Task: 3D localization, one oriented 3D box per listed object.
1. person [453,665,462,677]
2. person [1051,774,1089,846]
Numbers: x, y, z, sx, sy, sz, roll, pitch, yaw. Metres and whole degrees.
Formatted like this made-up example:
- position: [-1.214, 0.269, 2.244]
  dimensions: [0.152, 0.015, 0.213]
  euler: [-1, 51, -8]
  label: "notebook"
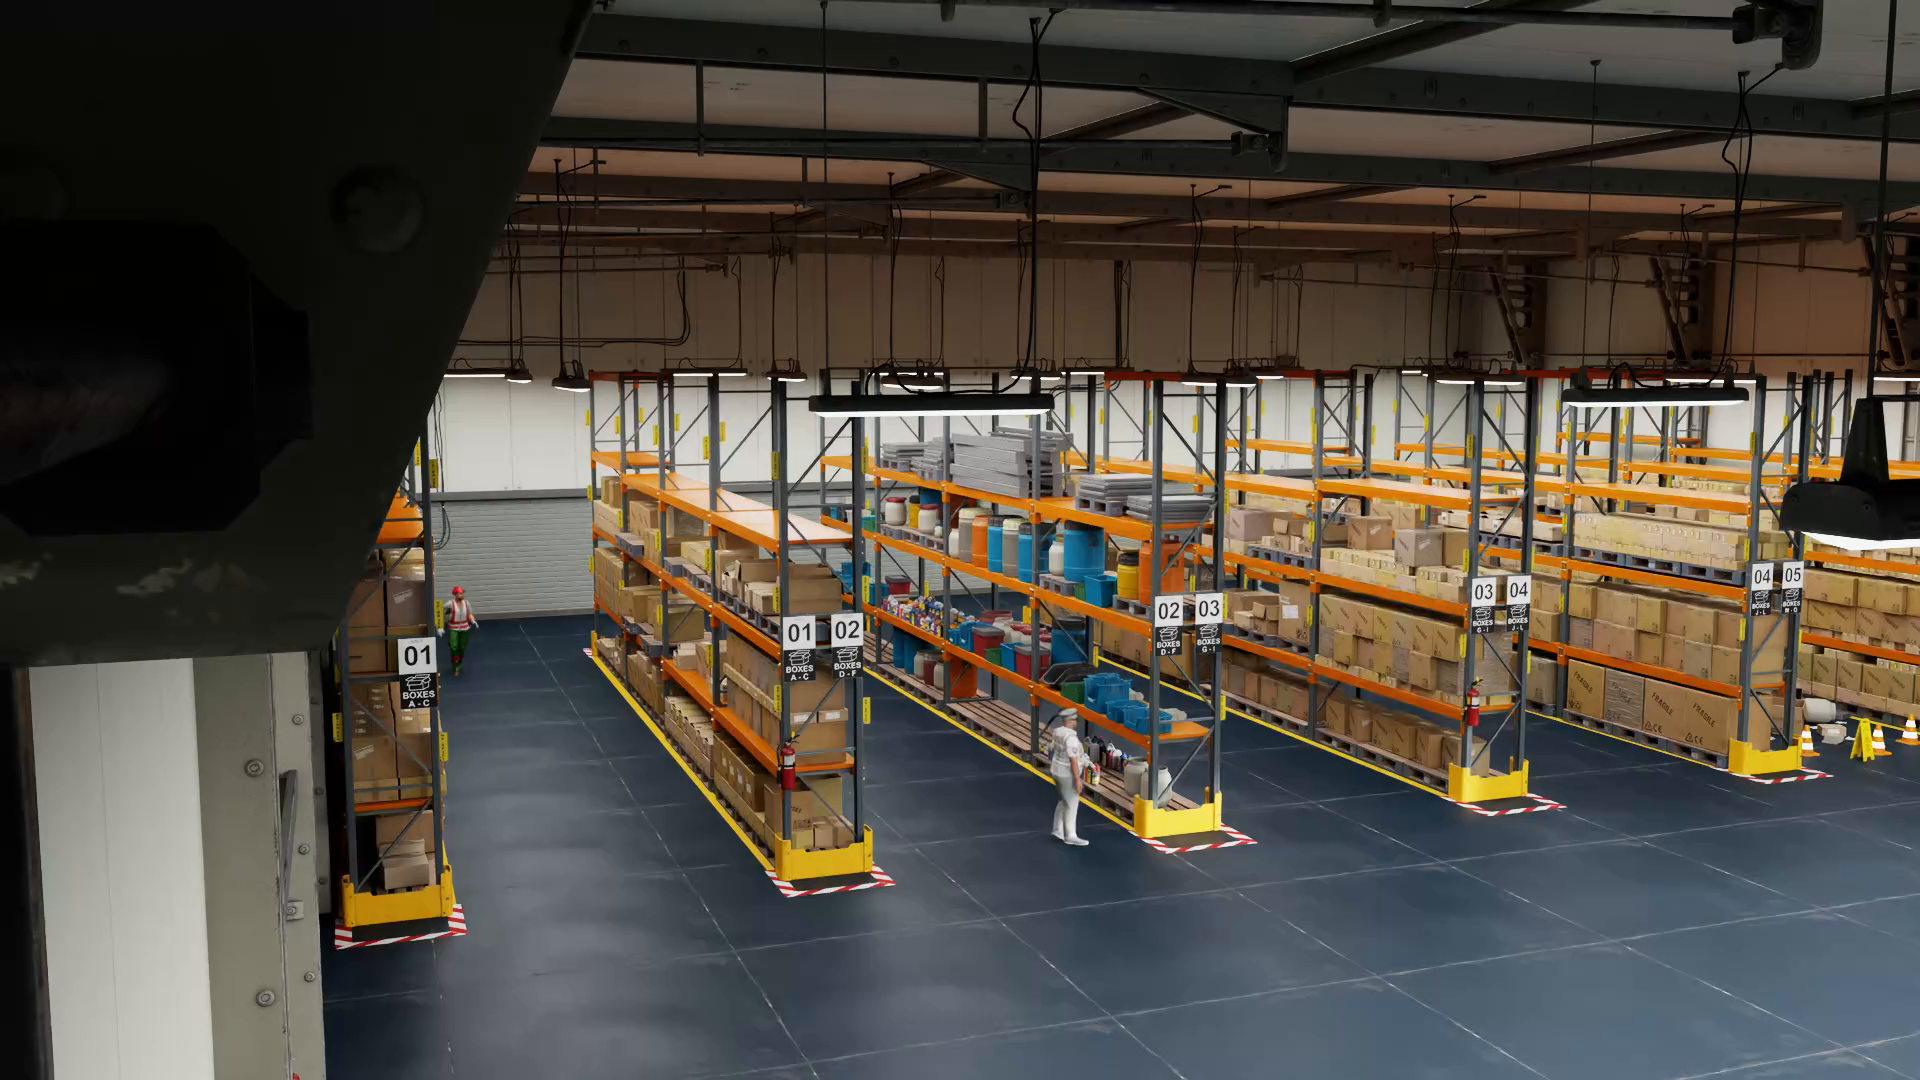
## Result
- position: [-10.013, 2.577, 33.097]
  dimensions: [0.227, 0.283, 0.877]
  euler: [-3, 7, -22]
  label: "person"
- position: [1.413, 3.267, 21.616]
  dimensions: [0.398, 1.509, 0.495]
  euler: [-2, 7, -20]
  label: "person"
